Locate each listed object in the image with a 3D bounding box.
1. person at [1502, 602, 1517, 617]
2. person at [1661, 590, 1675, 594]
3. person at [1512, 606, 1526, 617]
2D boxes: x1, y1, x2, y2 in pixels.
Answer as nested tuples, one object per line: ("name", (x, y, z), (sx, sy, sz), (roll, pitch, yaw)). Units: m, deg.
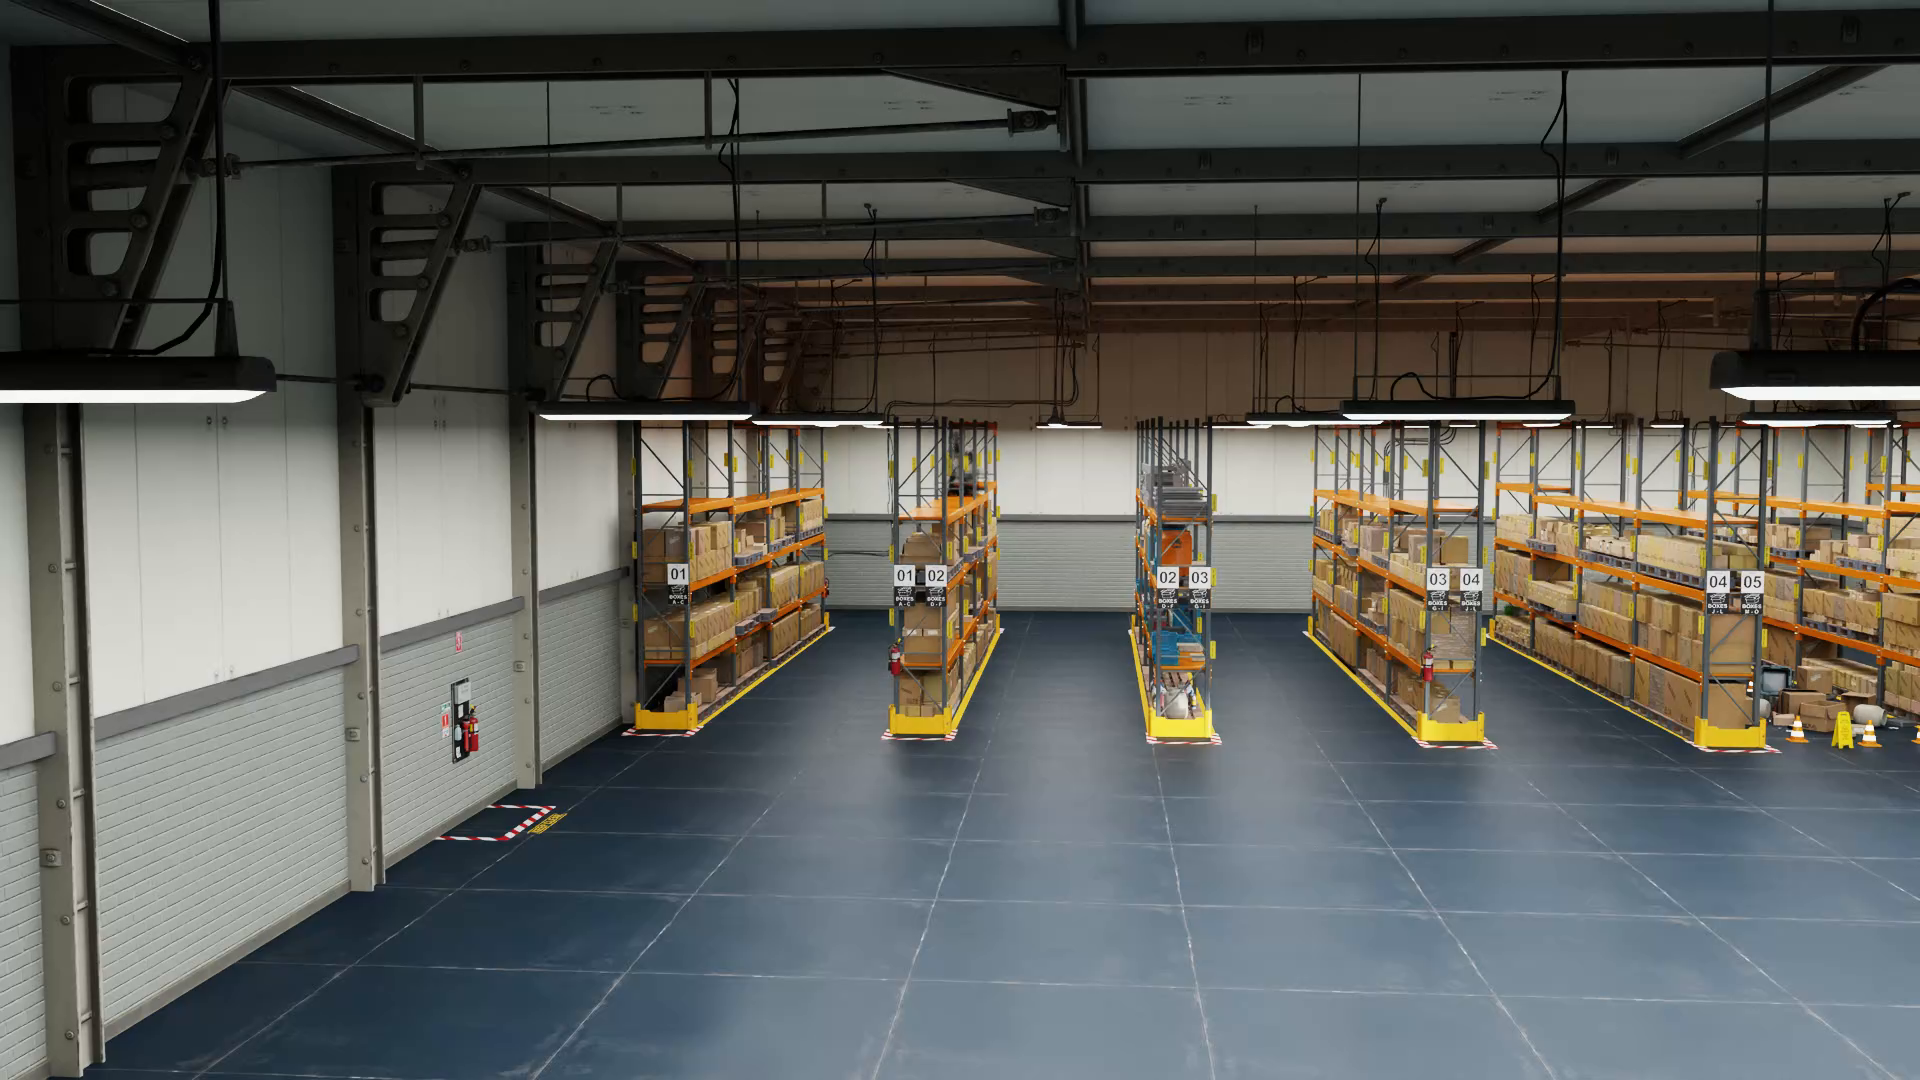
("person", (15.692, 1.777, 47.440), (0.557, 1.688, 0.850), (1, 4, 20))
("person", (20.250, 1.814, 47.197), (0.699, 1.777, 0.713), (1, 4, 9))
("person", (16.072, 1.742, 47.403), (0.811, 1.803, 0.683), (0, 4, -2))
